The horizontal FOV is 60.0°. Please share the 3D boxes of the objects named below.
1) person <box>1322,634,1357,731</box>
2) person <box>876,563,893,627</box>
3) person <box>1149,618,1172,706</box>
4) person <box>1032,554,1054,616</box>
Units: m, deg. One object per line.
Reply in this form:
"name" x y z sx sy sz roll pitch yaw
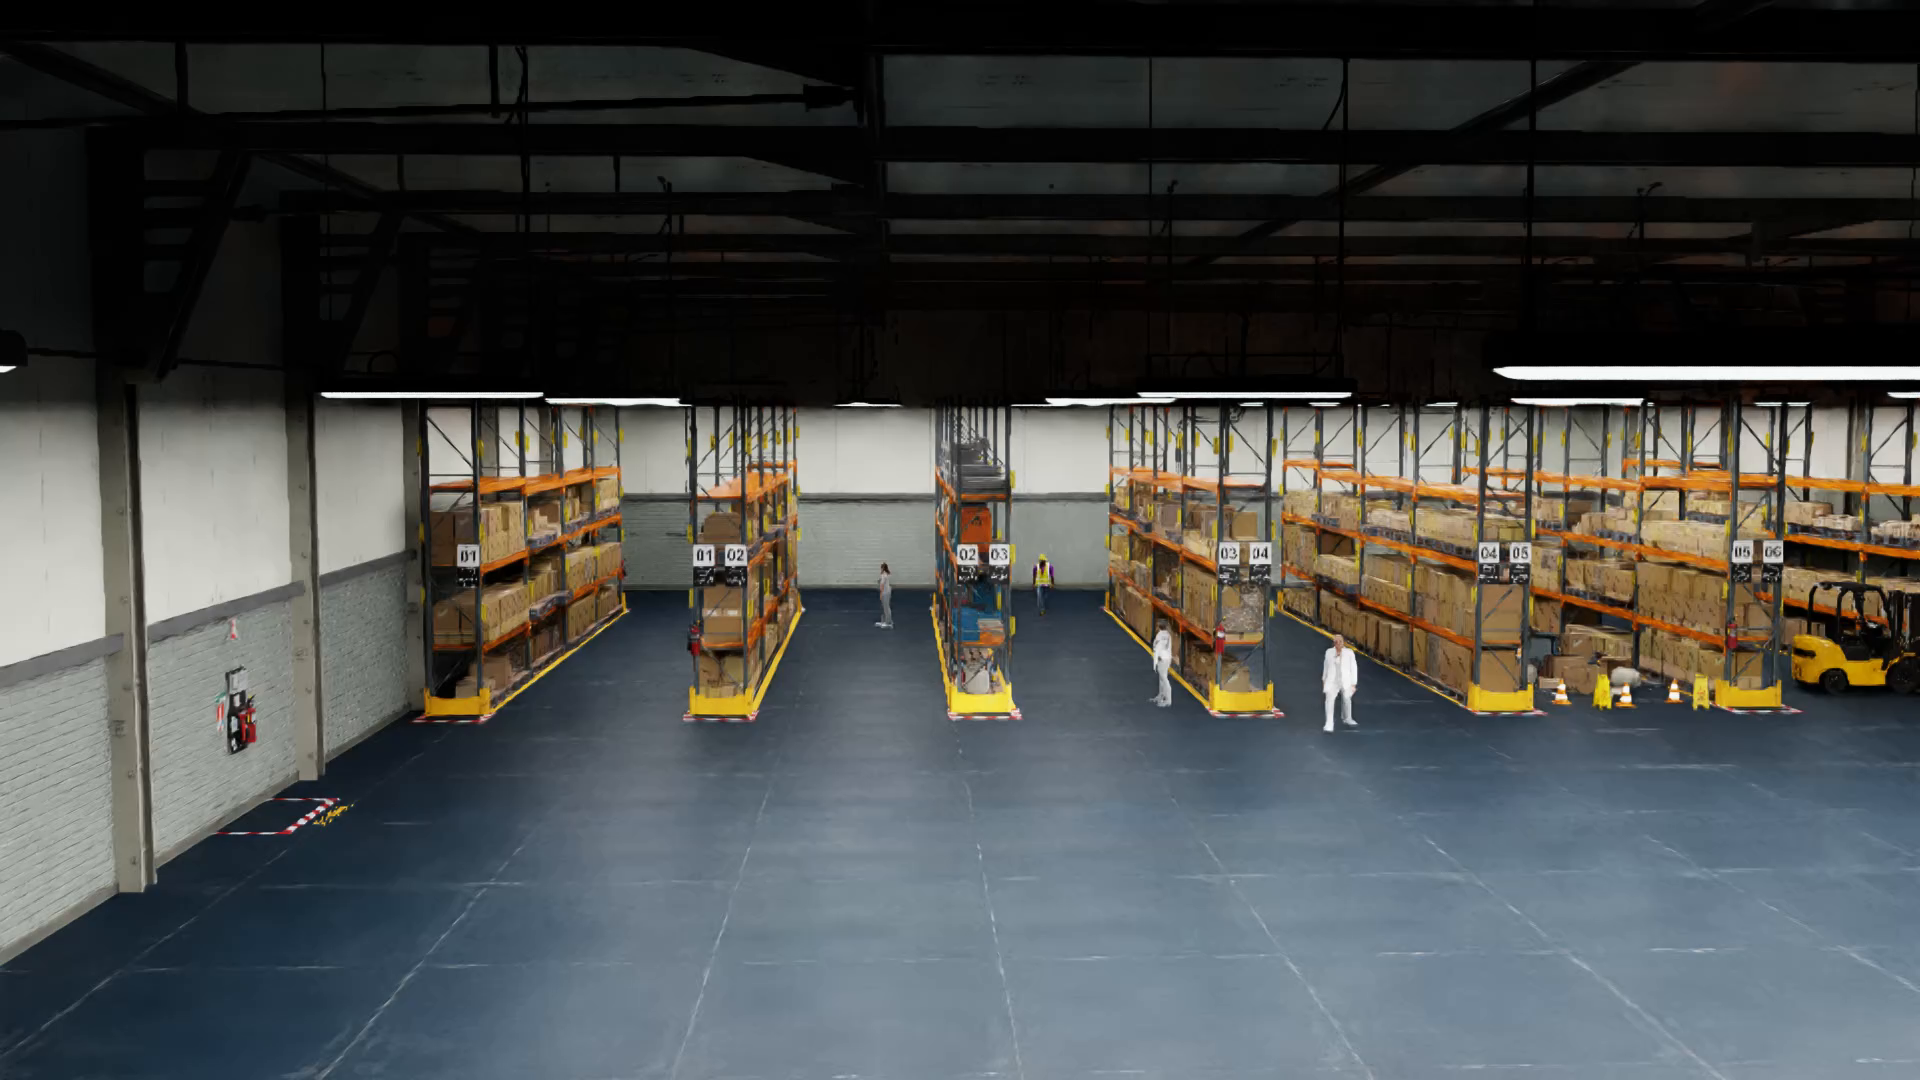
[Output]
"person" 6.781 2.528 29.706 0.634 1.722 1.044 1 5 18
"person" -1.992 1.436 43.680 0.545 1.670 0.545 1 5 17
"person" 3.895 2.342 32.205 0.544 1.667 0.573 3 5 29
"person" 2.327 1.227 46.282 0.589 1.716 1.043 0 5 -3
